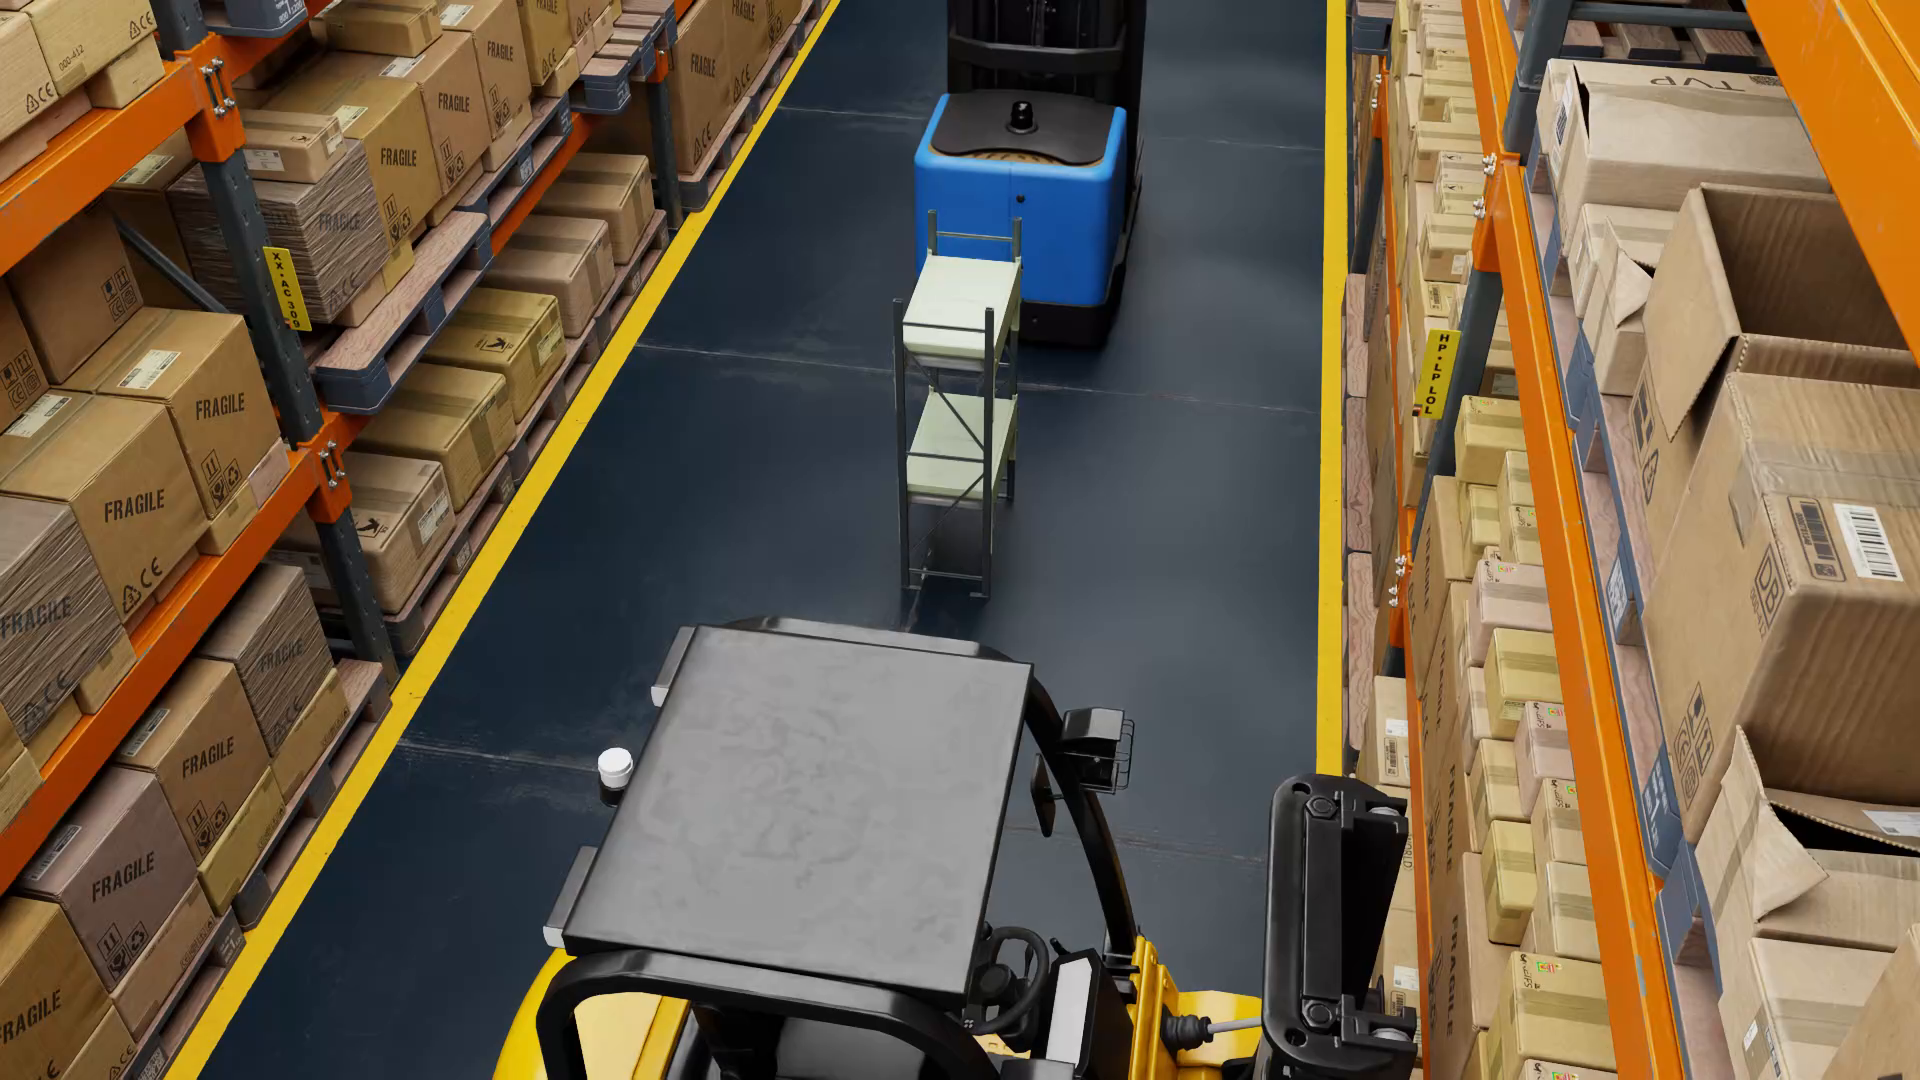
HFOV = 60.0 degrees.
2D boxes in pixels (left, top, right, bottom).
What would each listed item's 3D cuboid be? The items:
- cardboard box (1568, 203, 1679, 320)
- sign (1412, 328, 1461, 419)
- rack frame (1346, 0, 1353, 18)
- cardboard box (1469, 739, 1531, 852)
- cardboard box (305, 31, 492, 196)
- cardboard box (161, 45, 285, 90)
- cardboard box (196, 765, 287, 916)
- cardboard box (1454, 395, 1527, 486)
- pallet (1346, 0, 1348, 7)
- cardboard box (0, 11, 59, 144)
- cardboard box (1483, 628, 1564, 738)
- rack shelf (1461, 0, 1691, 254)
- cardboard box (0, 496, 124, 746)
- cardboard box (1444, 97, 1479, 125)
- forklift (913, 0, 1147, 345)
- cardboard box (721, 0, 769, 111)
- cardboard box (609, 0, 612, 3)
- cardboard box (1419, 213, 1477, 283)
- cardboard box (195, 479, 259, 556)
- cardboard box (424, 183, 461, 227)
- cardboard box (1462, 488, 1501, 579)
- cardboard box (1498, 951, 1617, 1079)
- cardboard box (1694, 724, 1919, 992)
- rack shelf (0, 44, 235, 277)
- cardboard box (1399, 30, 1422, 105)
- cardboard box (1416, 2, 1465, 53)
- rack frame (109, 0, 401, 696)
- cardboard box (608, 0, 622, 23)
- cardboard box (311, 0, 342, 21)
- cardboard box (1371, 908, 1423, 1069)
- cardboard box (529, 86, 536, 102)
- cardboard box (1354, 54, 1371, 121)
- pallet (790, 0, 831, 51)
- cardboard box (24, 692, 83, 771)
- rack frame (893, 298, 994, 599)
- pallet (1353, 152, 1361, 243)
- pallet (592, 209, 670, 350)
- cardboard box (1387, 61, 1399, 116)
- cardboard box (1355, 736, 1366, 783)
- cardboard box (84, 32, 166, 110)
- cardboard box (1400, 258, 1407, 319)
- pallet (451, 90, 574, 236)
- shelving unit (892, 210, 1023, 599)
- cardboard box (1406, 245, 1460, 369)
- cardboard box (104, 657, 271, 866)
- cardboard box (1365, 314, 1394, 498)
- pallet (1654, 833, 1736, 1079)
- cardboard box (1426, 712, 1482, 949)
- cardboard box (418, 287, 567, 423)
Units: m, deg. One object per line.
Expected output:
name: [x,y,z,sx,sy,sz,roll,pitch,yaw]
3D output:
cardboard box: [1.510,-0.574,3.525,0.380,0.149,0.250,8,40,9]
sign: [1.483,-0.514,5.171,0.100,0.325,0.005,6,40,8]
rack frame: [3.404,-5.065,11.522,1.000,3.000,0.127,6,40,8]
cardboard box: [1.455,0.638,4.037,0.380,0.149,0.250,5,40,6]
cardboard box: [-2.321,-1.790,6.920,0.500,0.500,0.500,6,40,7]
cardboard box: [-2.906,-1.903,6.547,0.380,0.149,0.250,5,40,6]
cardboard box: [-2.790,1.044,5.961,0.500,0.250,0.500,5,40,6]
cardboard box: [1.672,-0.280,4.914,0.380,0.149,0.250,7,40,9]
pallet: [3.523,-4.421,12.932,1.003,0.211,1.213,6,40,8]
cardboard box: [-2.768,-1.178,4.351,0.500,0.250,0.500,6,40,7]
cardboard box: [1.516,0.371,4.126,0.380,0.149,0.250,6,40,7]
rack shelf: [2.365,-2.178,6.241,1.077,0.370,4.000,6,40,8]
cardboard box: [-2.870,0.214,4.826,0.500,0.500,0.500,7,40,9]
cardboard box: [2.203,-1.691,6.853,0.380,0.149,0.250,6,40,8]
forklift: [0.516,-3.113,9.215,1.130,2.935,3.031,7,40,8]
cardboard box: [-1.818,-3.426,10.878,0.875,0.875,0.875,7,40,8]
cardboard box: [-1.983,-3.099,8.503,0.500,0.500,0.500,5,40,6]
cardboard box: [1.896,-1.063,6.094,0.380,0.149,0.250,5,40,6]
cardboard box: [-2.662,-0.100,5.714,0.380,0.149,0.250,7,40,9]
cardboard box: [-2.352,-1.465,7.036,0.380,0.149,0.250,7,40,8]
cardboard box: [1.662,0.001,4.807,0.380,0.149,0.250,7,40,9]
cardboard box: [1.304,1.003,3.362,0.380,0.149,0.250,7,40,9]
cardboard box: [1.215,0.449,2.197,0.396,0.266,0.258,6,40,8]
rack shelf: [-3.216,-0.213,3.864,1.077,0.370,4.000,6,40,8]
cardboard box: [2.306,-2.124,7.690,0.500,0.250,0.500,8,40,9]
cardboard box: [2.302,-2.344,7.644,0.380,0.149,0.250,7,40,9]
rack frame: [-2.870,-0.589,6.109,1.000,3.000,0.127,6,40,8]
cardboard box: [-1.978,-2.757,8.598,0.380,0.149,0.250,7,40,8]
cardboard box: [-2.747,-2.183,7.395,0.500,0.500,0.500,5,40,6]
cardboard box: [1.453,1.370,4.782,0.500,0.250,0.500,8,40,9]
cardboard box: [-2.230,-2.119,7.826,0.380,0.149,0.250,7,40,8]
cardboard box: [2.829,-3.012,10.671,0.500,0.500,0.500,5,40,6]
pallet: [-1.545,-4.043,12.474,1.003,0.211,1.213,6,40,8]
cardboard box: [-2.872,0.538,4.942,0.380,0.149,0.250,6,40,7]
rack frame: [-0.064,-0.344,6.989,0.400,1.500,0.023,6,40,8]
pallet: [2.878,-1.944,9.936,1.003,0.211,1.213,6,40,8]
pallet: [-2.315,-1.535,9.441,1.003,0.211,1.213,6,40,8]
cardboard box: [2.394,-2.245,8.230,0.500,0.250,0.500,7,40,8]
cardboard box: [1.632,0.930,5.707,0.500,0.250,0.500,6,40,7]
cardboard box: [-2.624,-1.417,4.953,0.380,0.149,0.250,7,40,8]
cardboard box: [2.046,-0.956,6.670,0.500,0.250,0.500,7,40,8]
pallet: [-2.480,-1.779,7.698,1.003,0.211,1.213,6,40,8]
shelving unit: [-0.001,-0.574,7.267,0.431,1.500,0.755,6,40,8]
cardboard box: [1.934,-0.839,6.136,0.500,0.250,0.500,5,40,7]
cardboard box: [-2.794,0.740,5.741,0.500,0.500,0.500,7,40,8]
cardboard box: [2.368,-0.578,7.629,0.875,0.625,0.625,5,40,6]
pallet: [1.475,0.903,2.019,1.003,0.211,1.213,6,40,8]
cardboard box: [1.525,0.813,4.334,0.500,0.500,0.500,6,40,7]
cardboard box: [-2.542,-0.956,8.285,0.950,0.372,0.625,8,40,9]
